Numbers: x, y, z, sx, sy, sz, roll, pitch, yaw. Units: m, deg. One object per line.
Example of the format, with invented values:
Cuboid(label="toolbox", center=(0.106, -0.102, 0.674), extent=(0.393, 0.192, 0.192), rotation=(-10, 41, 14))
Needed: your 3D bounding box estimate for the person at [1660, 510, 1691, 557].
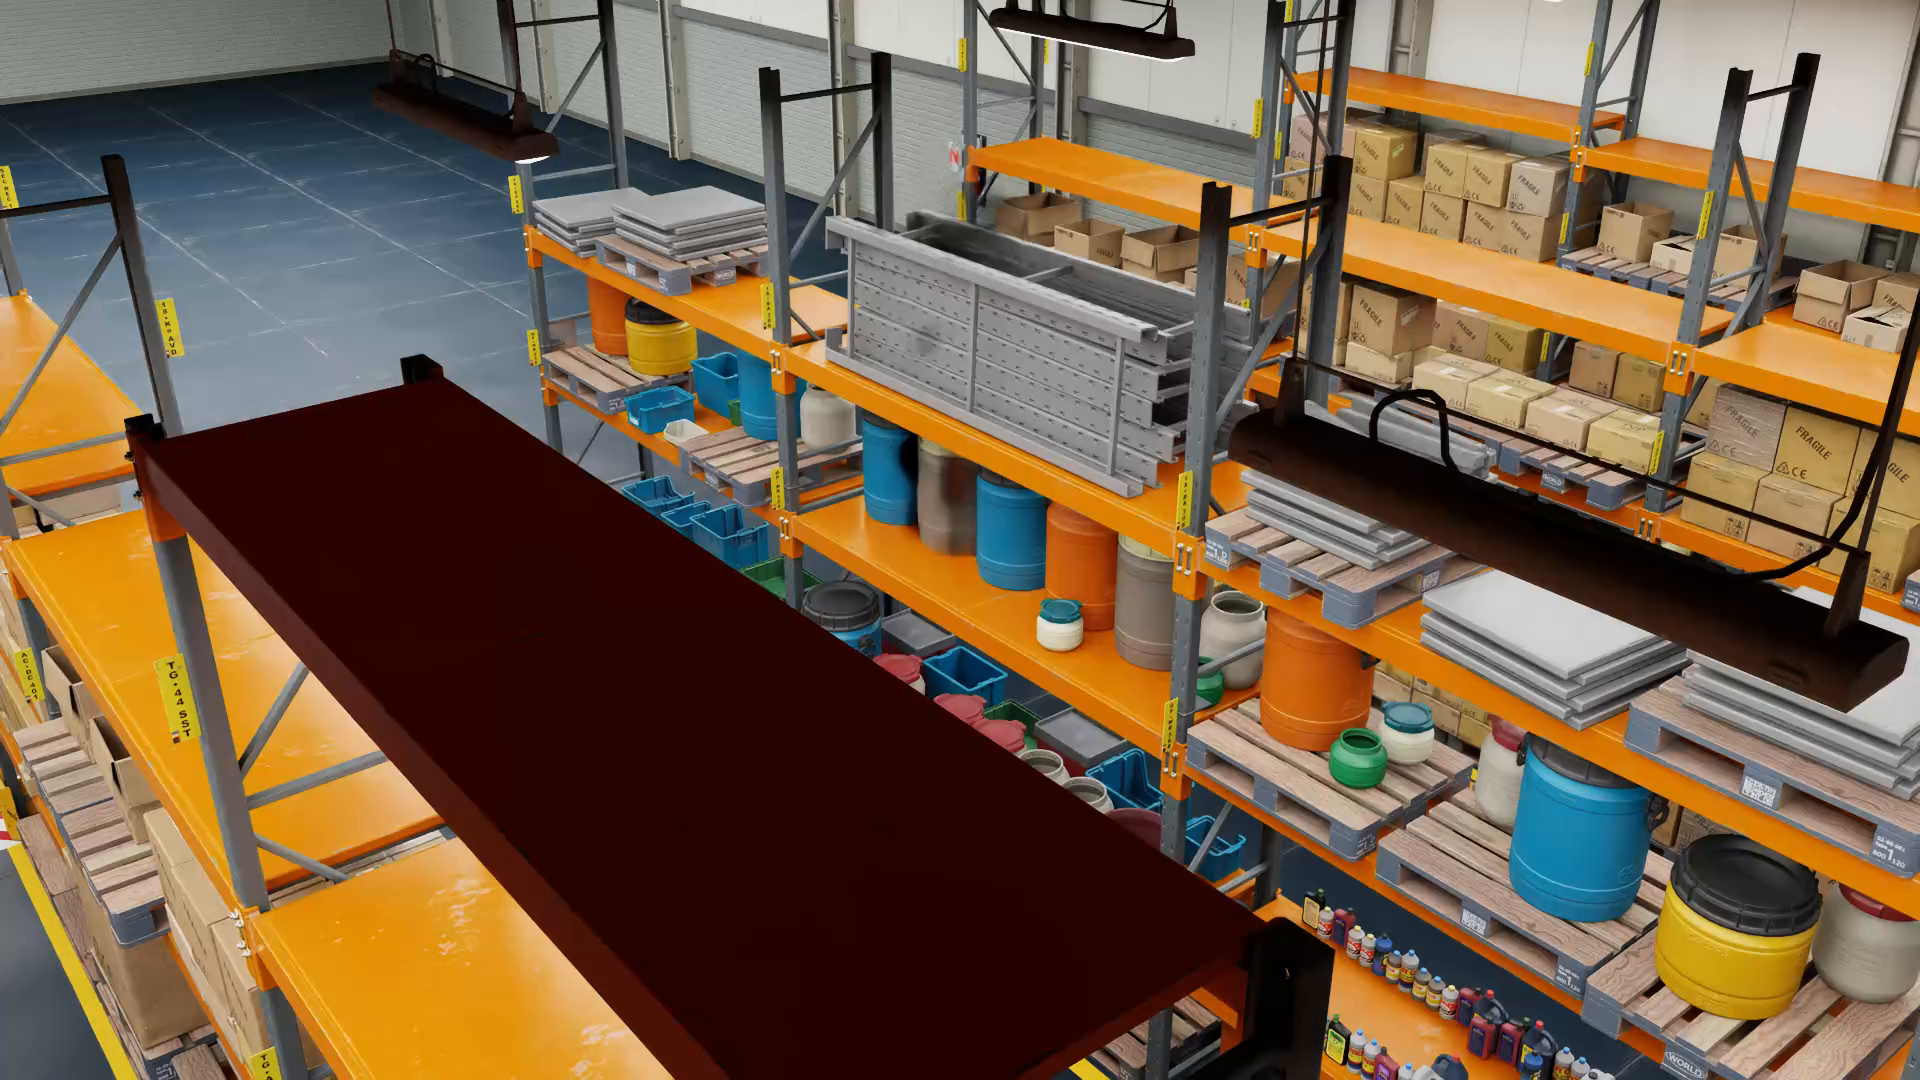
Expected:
Cuboid(label="person", center=(6.511, 0.548, 15.262), extent=(0.576, 1.678, 0.765), rotation=(-23, 34, -39))

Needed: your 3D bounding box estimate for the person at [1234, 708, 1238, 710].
Cuboid(label="person", center=(2.262, 1.225, 13.219), extent=(0.534, 1.621, 0.563), rotation=(21, 33, 37))
